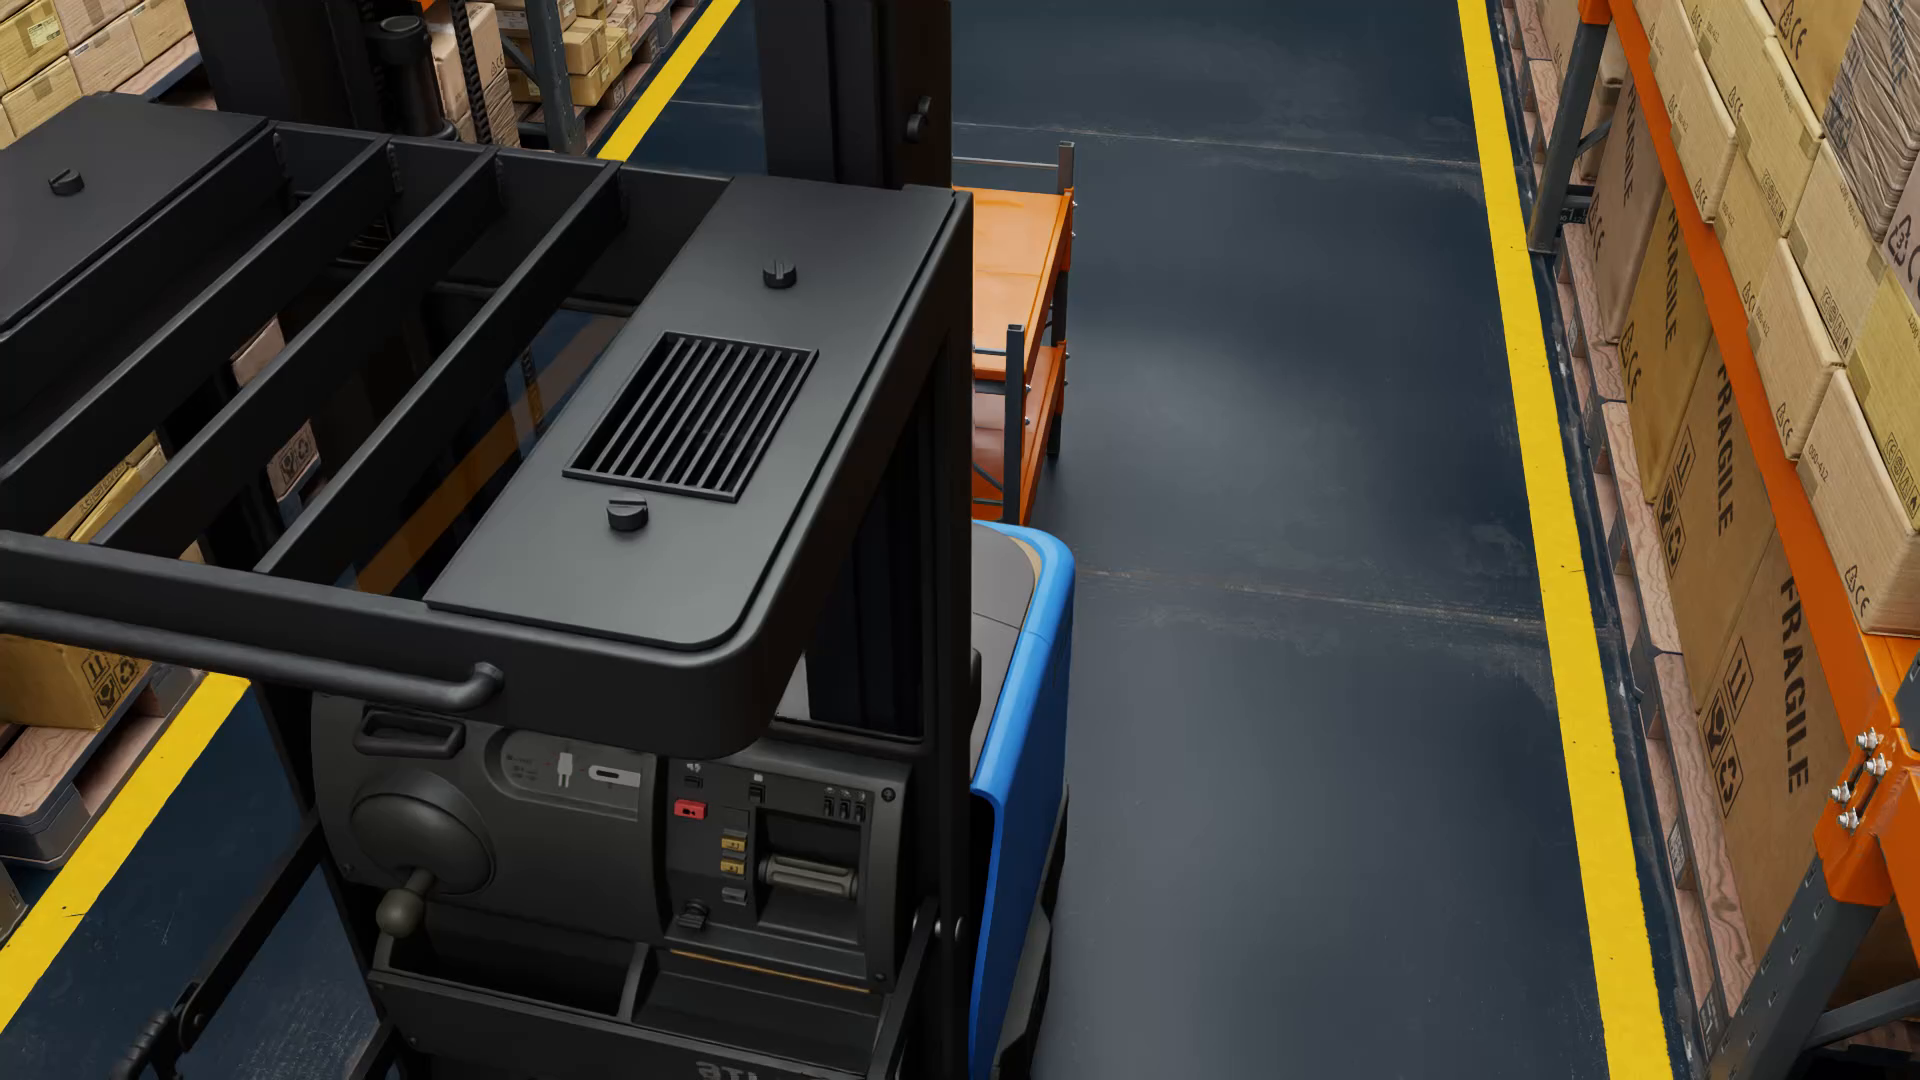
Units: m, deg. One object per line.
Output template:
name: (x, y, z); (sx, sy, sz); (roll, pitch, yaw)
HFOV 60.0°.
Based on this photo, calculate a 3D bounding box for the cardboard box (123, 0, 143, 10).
cardboard box: (-2.313, -1.523, 4.372); (0.380, 0.149, 0.250); (6, 40, 7)

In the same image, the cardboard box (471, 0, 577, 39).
cardboard box: (-1.860, -2.250, 7.058); (0.380, 0.149, 0.250); (8, 40, 9)

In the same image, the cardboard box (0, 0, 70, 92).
cardboard box: (-2.404, -1.211, 3.995); (0.380, 0.149, 0.250); (7, 40, 8)

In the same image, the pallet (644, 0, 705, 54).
pallet: (-1.834, -2.882, 8.571); (1.003, 0.211, 1.213); (6, 40, 8)

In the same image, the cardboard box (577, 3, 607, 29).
cardboard box: (-1.791, -2.303, 7.355); (0.380, 0.149, 0.250); (7, 40, 8)

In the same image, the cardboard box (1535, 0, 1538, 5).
cardboard box: (3.295, -2.966, 8.164); (0.875, 0.438, 0.875); (7, 40, 9)

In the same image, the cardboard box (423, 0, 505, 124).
cardboard box: (-2.004, -1.756, 6.064); (0.500, 0.250, 0.500); (5, 40, 6)

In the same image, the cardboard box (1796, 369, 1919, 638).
cardboard box: (1.908, -0.059, 3.085); (0.500, 0.250, 0.500); (5, 40, 6)

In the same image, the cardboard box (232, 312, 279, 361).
cardboard box: (-2.273, -0.775, 4.876); (0.500, 0.250, 0.500); (7, 40, 8)

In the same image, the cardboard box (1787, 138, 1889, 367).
cardboard box: (1.995, -0.560, 3.299); (0.500, 0.250, 0.500); (5, 40, 7)

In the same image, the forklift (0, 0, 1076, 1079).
forklift: (-0.583, 0.521, 2.319); (1.130, 2.935, 3.031); (9, 40, 11)

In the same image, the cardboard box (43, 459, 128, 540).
cardboard box: (-2.459, -0.147, 4.118); (0.500, 0.250, 0.500); (5, 40, 6)

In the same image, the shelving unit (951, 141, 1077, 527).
shelving unit: (0.001, -0.438, 4.897); (0.538, 1.125, 1.048); (6, 40, 8)

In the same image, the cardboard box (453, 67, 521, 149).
cardboard box: (-2.004, -1.470, 6.306); (0.500, 0.500, 0.500); (6, 40, 7)

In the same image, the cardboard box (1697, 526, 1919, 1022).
cardboard box: (2.278, 0.462, 3.676); (0.875, 0.875, 0.875); (6, 40, 7)

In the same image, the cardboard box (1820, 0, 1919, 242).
cardboard box: (1.989, -0.871, 3.087); (0.500, 0.500, 0.500); (7, 40, 8)

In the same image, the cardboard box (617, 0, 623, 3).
cardboard box: (-1.735, -2.629, 7.750); (0.380, 0.149, 0.250); (4, 40, 5)

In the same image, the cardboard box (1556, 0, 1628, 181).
cardboard box: (2.983, -1.838, 6.800); (0.875, 0.438, 0.875); (6, 40, 7)

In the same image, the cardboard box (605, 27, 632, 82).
cardboard box: (-1.699, -2.187, 7.449); (0.380, 0.149, 0.250); (8, 40, 9)

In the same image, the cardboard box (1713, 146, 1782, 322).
cardboard box: (2.084, -0.696, 3.855); (0.500, 0.250, 0.500); (6, 40, 7)

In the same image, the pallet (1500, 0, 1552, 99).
pallet: (3.186, -2.443, 8.040); (1.003, 0.211, 1.213); (6, 40, 8)

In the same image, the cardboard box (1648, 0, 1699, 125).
cardboard box: (2.240, -1.332, 4.625); (0.500, 0.250, 0.500); (6, 40, 7)

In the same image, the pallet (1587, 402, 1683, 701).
pallet: (2.501, 0.054, 5.019); (1.003, 0.211, 1.213); (6, 40, 8)

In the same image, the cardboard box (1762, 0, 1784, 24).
cardboard box: (2.176, -1.499, 3.846); (0.500, 0.500, 0.500); (6, 40, 7)

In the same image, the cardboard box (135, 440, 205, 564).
cardboard box: (-2.359, -0.184, 4.750); (0.500, 0.500, 0.500); (7, 40, 8)

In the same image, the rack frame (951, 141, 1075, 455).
rack frame: (0.089, -0.757, 5.283); (0.500, 1.125, 0.032); (6, 40, 8)

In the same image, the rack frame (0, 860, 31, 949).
rack frame: (-2.816, -0.254, 3.203); (1.000, 3.000, 0.127); (6, 40, 8)

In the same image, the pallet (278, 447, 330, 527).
pallet: (-2.466, -0.433, 5.607); (1.003, 0.211, 1.213); (6, 40, 8)

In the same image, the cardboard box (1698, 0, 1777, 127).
cardboard box: (2.153, -1.210, 4.084); (0.500, 0.250, 0.500); (5, 40, 6)

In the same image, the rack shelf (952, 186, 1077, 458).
rack shelf: (0.001, -0.663, 4.710); (0.538, 0.278, 1.000); (6, 40, 8)

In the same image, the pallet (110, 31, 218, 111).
pallet: (-2.514, -1.426, 4.772); (1.003, 0.211, 1.213); (6, 40, 8)

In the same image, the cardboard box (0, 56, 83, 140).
cardboard box: (-2.402, -1.084, 4.075); (0.380, 0.149, 0.250); (8, 40, 10)

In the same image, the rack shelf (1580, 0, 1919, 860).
rack shelf: (2.423, -0.749, 4.367); (1.077, 0.370, 4.000); (6, 40, 8)

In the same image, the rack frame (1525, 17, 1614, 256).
rack frame: (2.769, -2.281, 5.655); (1.000, 3.000, 0.127); (6, 40, 8)

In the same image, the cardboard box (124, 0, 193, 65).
cardboard box: (-2.313, -1.409, 4.468); (0.380, 0.149, 0.250); (7, 40, 8)

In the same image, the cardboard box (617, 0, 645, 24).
cardboard box: (-1.712, -2.514, 7.844); (0.380, 0.149, 0.250); (6, 40, 7)

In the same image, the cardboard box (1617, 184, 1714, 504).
cardboard box: (2.592, -0.659, 5.031); (0.875, 0.875, 0.875); (7, 40, 9)
